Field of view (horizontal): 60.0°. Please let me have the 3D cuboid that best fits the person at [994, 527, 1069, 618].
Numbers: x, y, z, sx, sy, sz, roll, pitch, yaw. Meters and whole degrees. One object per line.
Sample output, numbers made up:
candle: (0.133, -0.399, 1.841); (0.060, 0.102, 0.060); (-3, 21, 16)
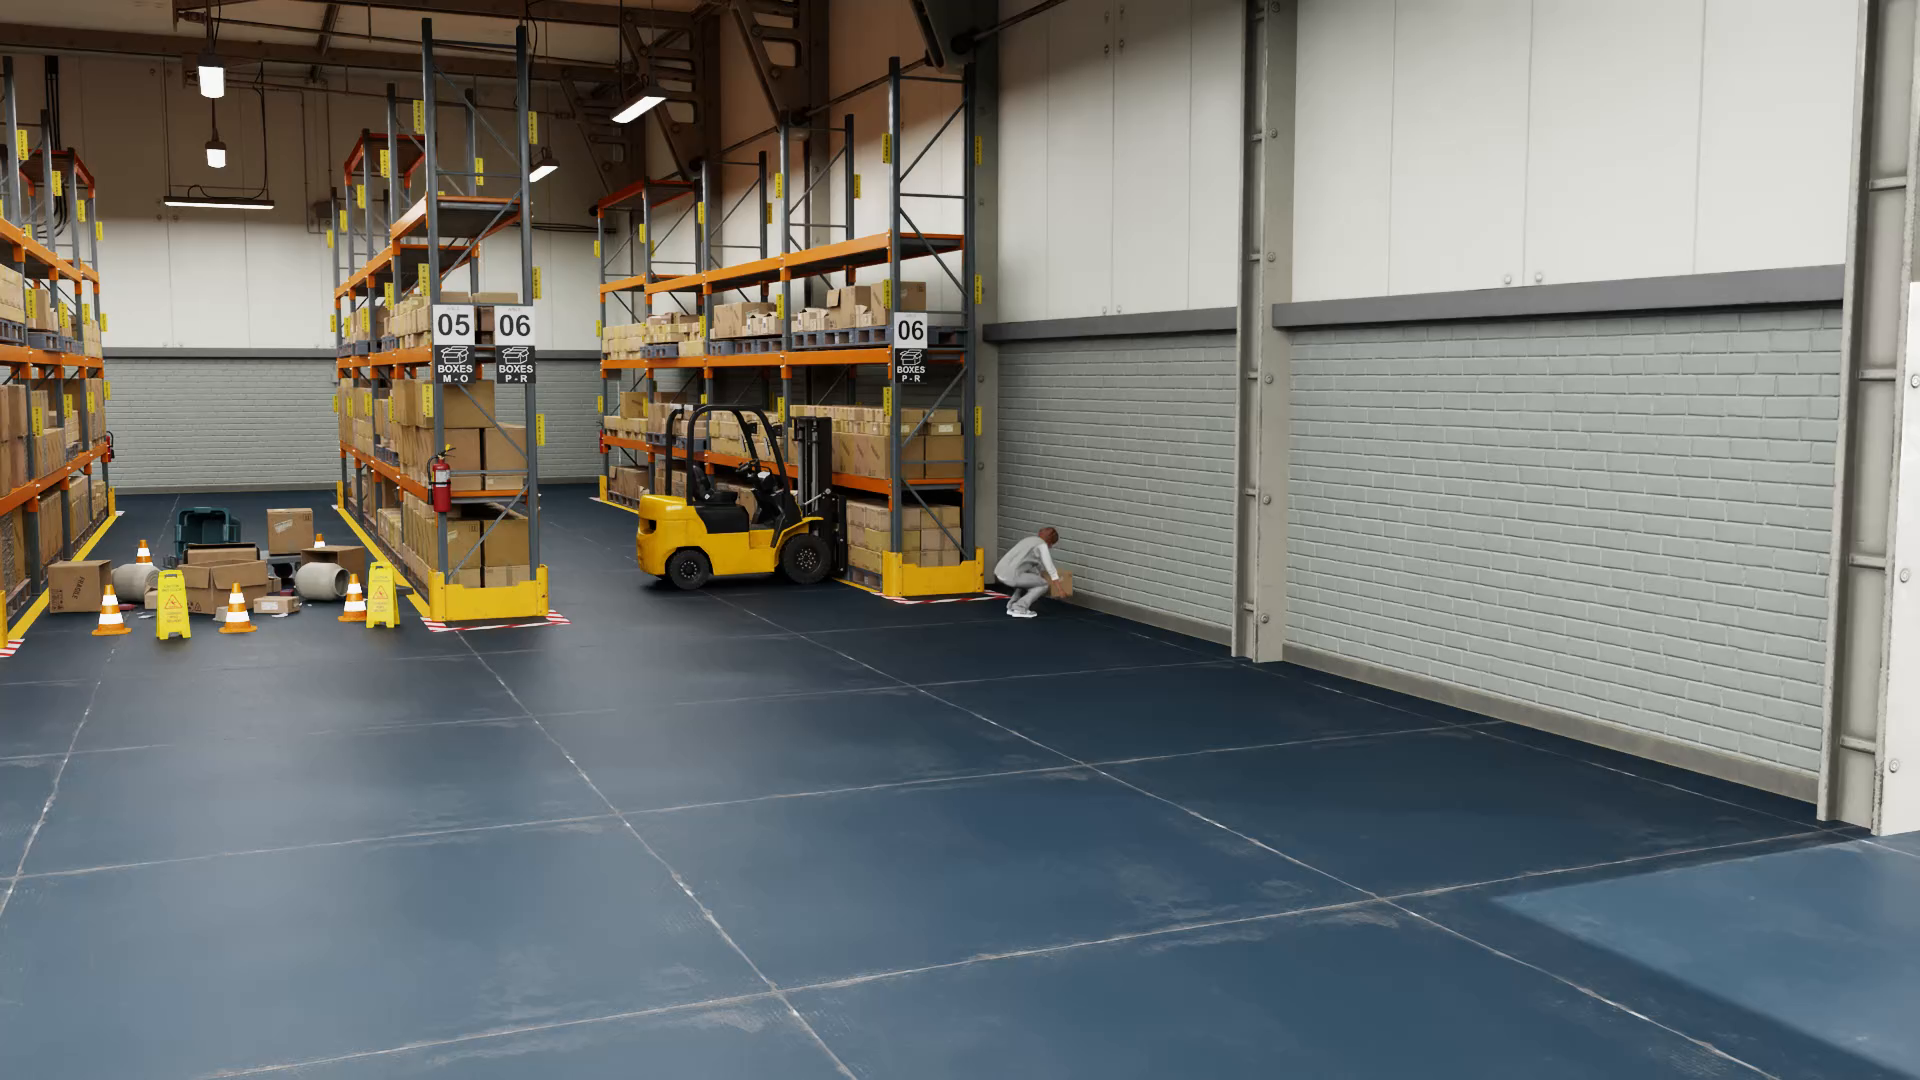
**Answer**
person: (0.727, 0.343, 17.309); (0.802, 0.906, 0.423); (-3, 6, -25)
